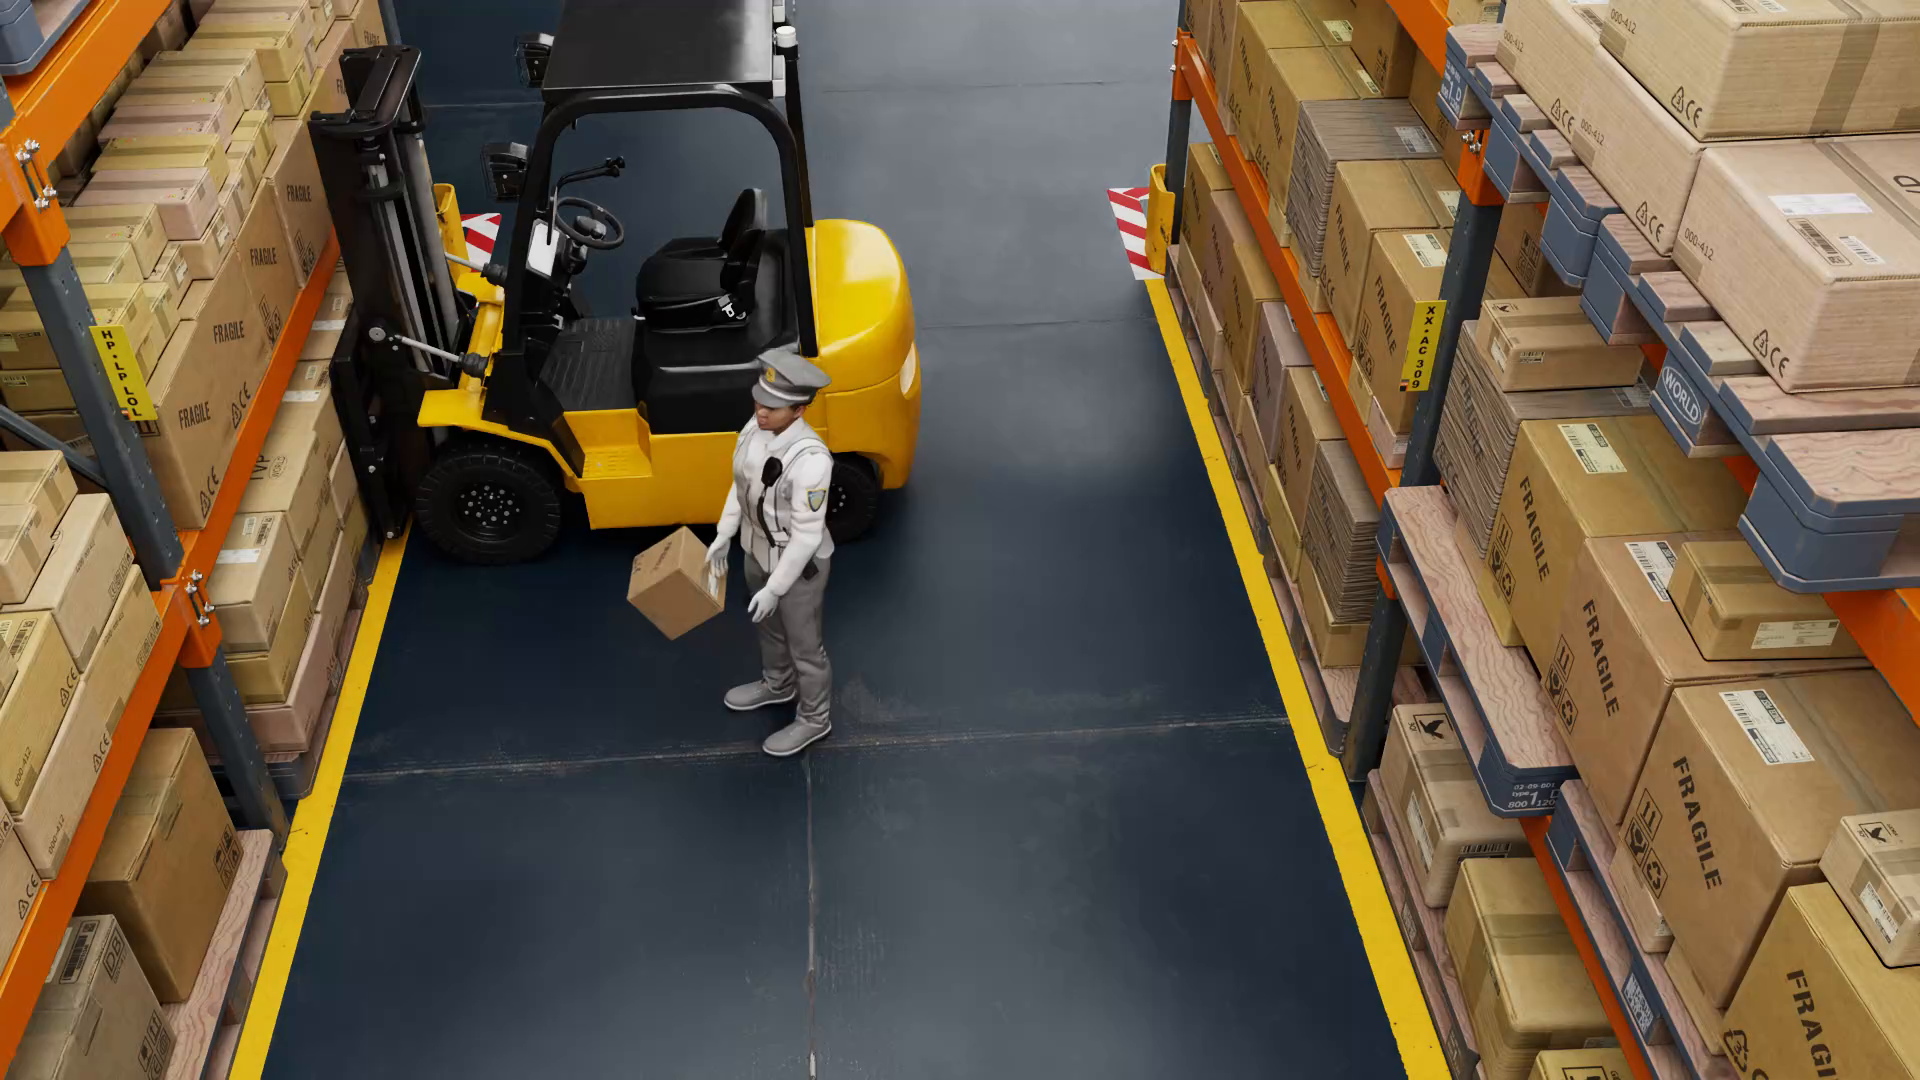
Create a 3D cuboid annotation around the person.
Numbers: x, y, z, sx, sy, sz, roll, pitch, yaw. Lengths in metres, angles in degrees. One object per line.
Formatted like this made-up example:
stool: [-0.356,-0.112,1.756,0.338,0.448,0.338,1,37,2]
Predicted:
person: [-0.661,0.062,6.034,0.452,1.702,0.538,-23,44,-25]
